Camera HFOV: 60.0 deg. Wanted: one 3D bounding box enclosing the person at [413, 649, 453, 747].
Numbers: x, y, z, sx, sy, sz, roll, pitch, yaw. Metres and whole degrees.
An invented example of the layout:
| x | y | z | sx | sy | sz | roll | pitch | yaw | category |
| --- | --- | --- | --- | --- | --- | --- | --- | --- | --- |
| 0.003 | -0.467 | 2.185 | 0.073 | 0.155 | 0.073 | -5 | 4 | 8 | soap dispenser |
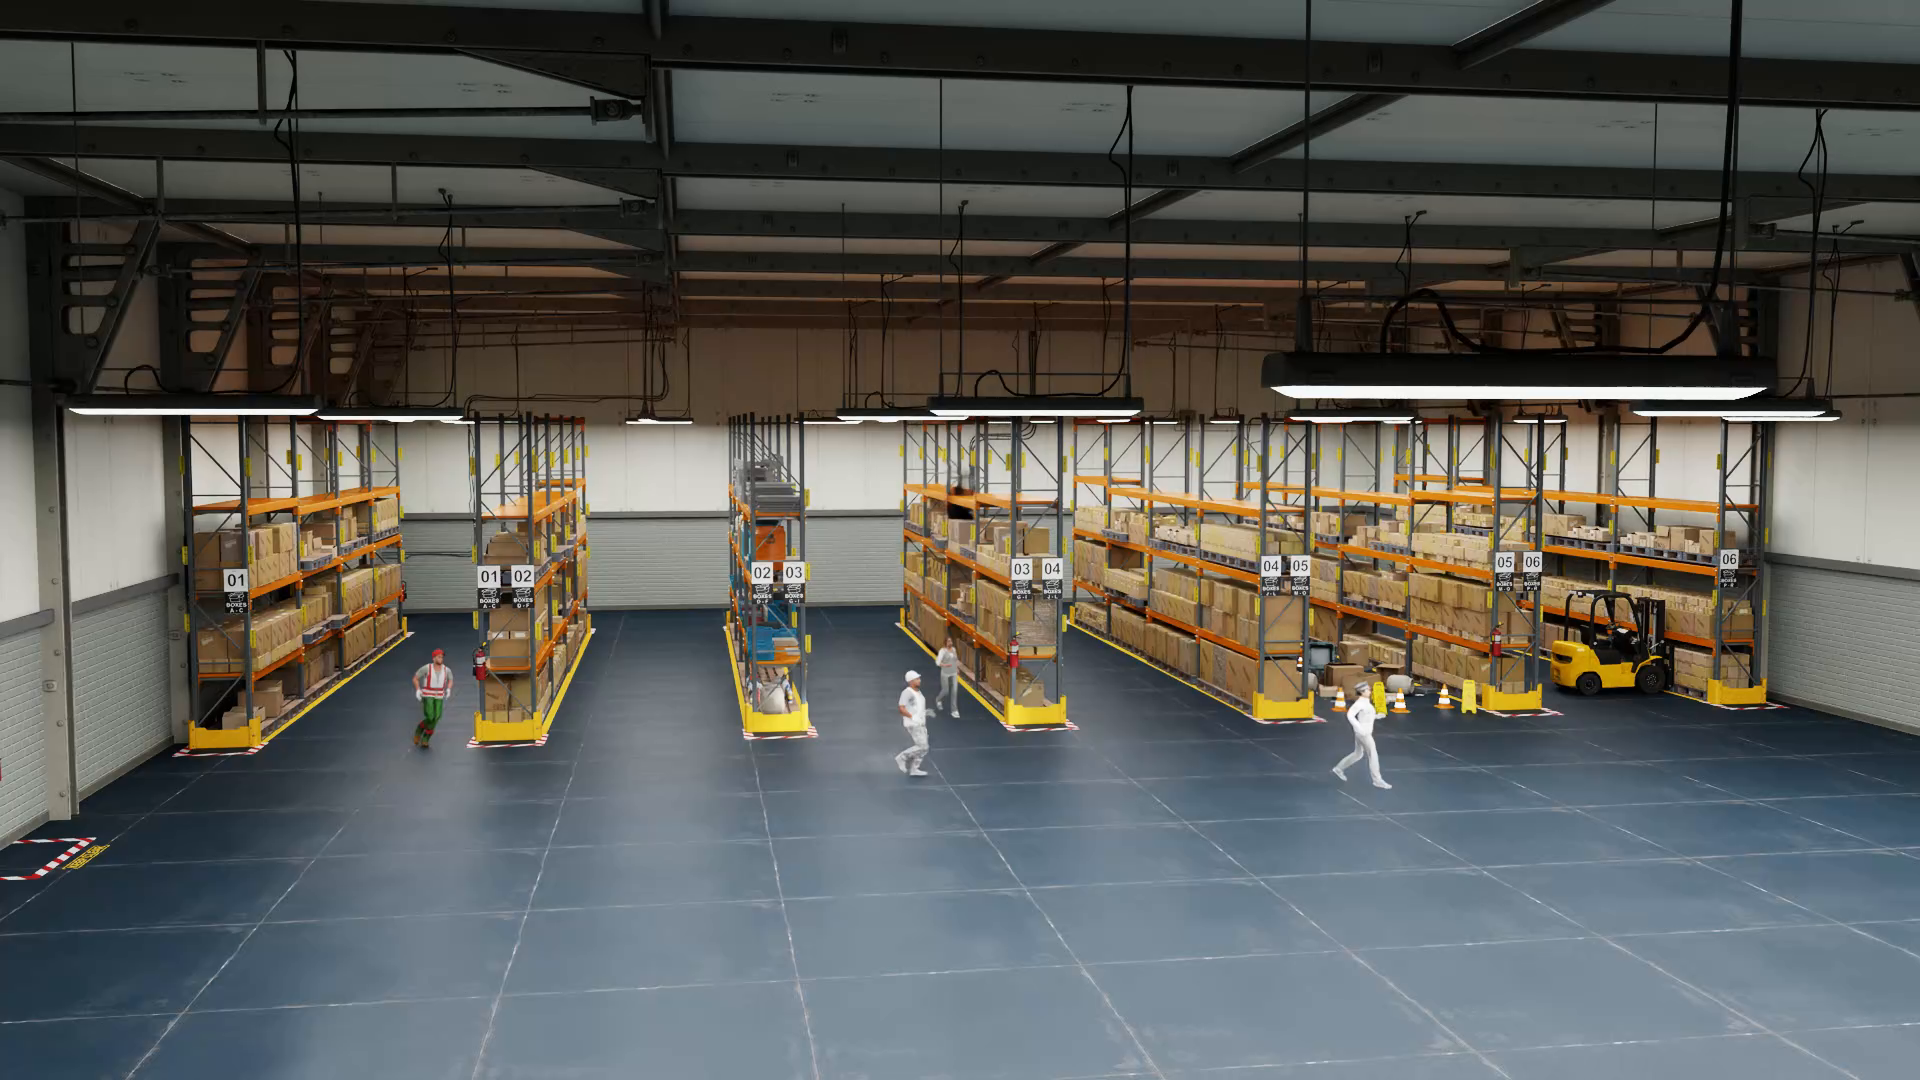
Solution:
| x | y | z | sx | sy | sz | roll | pitch | yaw | category |
| --- | --- | --- | --- | --- | --- | --- | --- | --- | --- |
| -9.400 | 2.834 | 29.781 | 0.708 | 1.736 | 0.559 | -3 | 5 | -41 | person |

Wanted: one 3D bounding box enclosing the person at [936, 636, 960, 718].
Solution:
| x | y | z | sx | sy | sz | roll | pitch | yaw | category |
| --- | --- | --- | --- | --- | --- | --- | --- | --- | --- |
| -0.224 | 2.676 | 32.812 | 0.508 | 1.574 | 0.867 | -2 | 4 | -25 | person |

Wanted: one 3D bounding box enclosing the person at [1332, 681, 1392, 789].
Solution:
| x | y | z | sx | sy | sz | roll | pitch | yaw | category |
| --- | --- | --- | --- | --- | --- | --- | --- | --- | --- |
| 6.378 | 3.064 | 26.294 | 0.920 | 1.684 | 0.558 | 1 | 4 | 16 | person |

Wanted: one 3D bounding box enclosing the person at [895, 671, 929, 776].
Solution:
| x | y | z | sx | sy | sz | roll | pitch | yaw | category |
| --- | --- | --- | --- | --- | --- | --- | --- | --- | --- |
| -0.738 | 2.976 | 27.208 | 0.612 | 1.678 | 0.679 | 1 | 4 | 13 | person |
